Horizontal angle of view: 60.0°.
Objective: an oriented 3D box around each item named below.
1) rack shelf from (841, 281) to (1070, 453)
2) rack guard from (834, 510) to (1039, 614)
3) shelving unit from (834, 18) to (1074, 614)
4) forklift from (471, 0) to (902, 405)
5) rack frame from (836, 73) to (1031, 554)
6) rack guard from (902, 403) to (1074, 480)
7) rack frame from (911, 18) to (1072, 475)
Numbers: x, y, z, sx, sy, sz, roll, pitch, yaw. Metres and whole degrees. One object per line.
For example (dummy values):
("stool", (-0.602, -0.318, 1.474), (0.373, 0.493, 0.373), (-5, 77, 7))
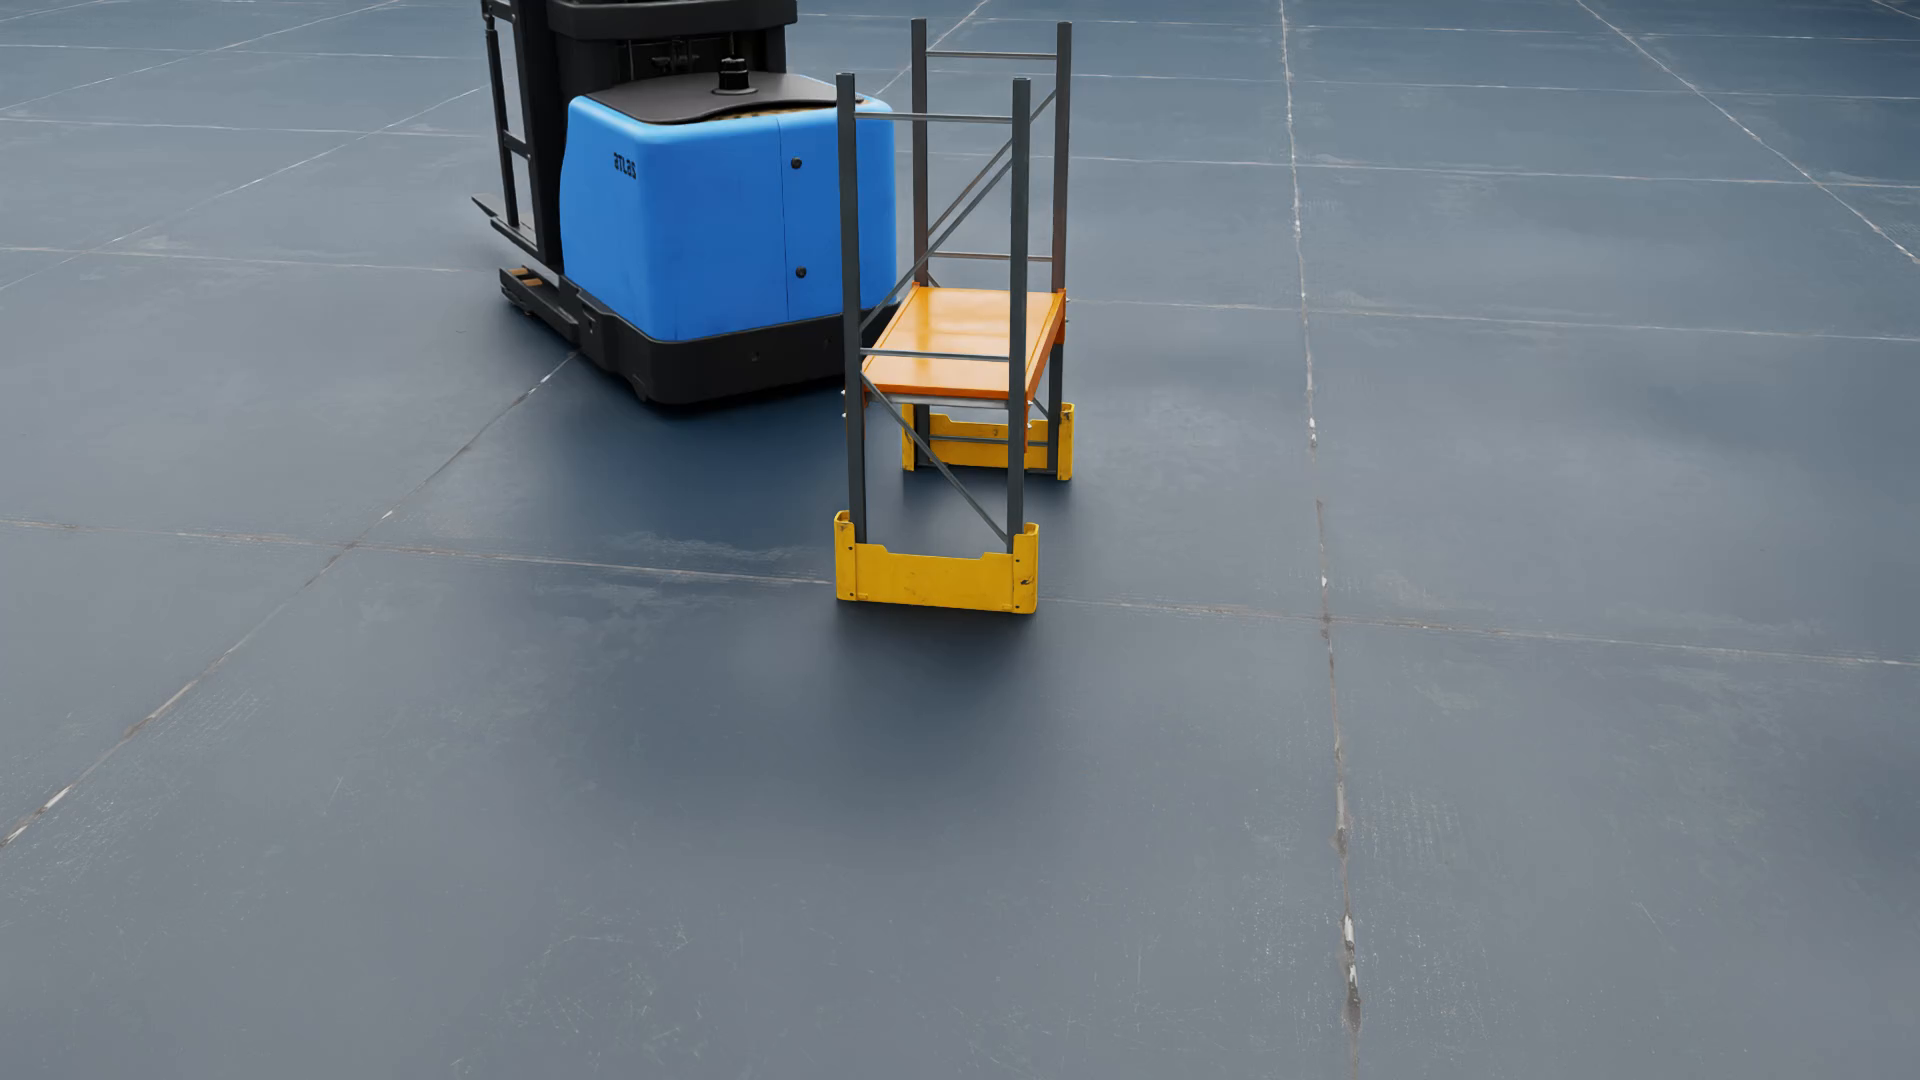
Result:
("rack shelf", (0.014, -0.552, 5.085), (0.538, 0.185, 1.000), (4, 25, 9))
("rack guard", (-0.069, 0.063, 4.820), (0.587, 0.250, 0.087), (4, 25, 9))
("shelving unit", (0.012, -0.711, 5.000), (0.587, 1.500, 1.083), (4, 25, 9))
("forklift", (-1.421, -2.410, 6.941), (1.130, 2.935, 3.031), (-14, 29, -28))
("rack frame", (-0.069, -0.502, 4.554), (0.500, 1.500, 0.032), (4, 25, 9))
("rack guard", (0.094, -0.353, 5.710), (0.587, 0.250, 0.087), (4, 25, 9))
("rack frame", (0.097, -0.928, 5.462), (0.500, 1.500, 0.032), (4, 25, 9))
